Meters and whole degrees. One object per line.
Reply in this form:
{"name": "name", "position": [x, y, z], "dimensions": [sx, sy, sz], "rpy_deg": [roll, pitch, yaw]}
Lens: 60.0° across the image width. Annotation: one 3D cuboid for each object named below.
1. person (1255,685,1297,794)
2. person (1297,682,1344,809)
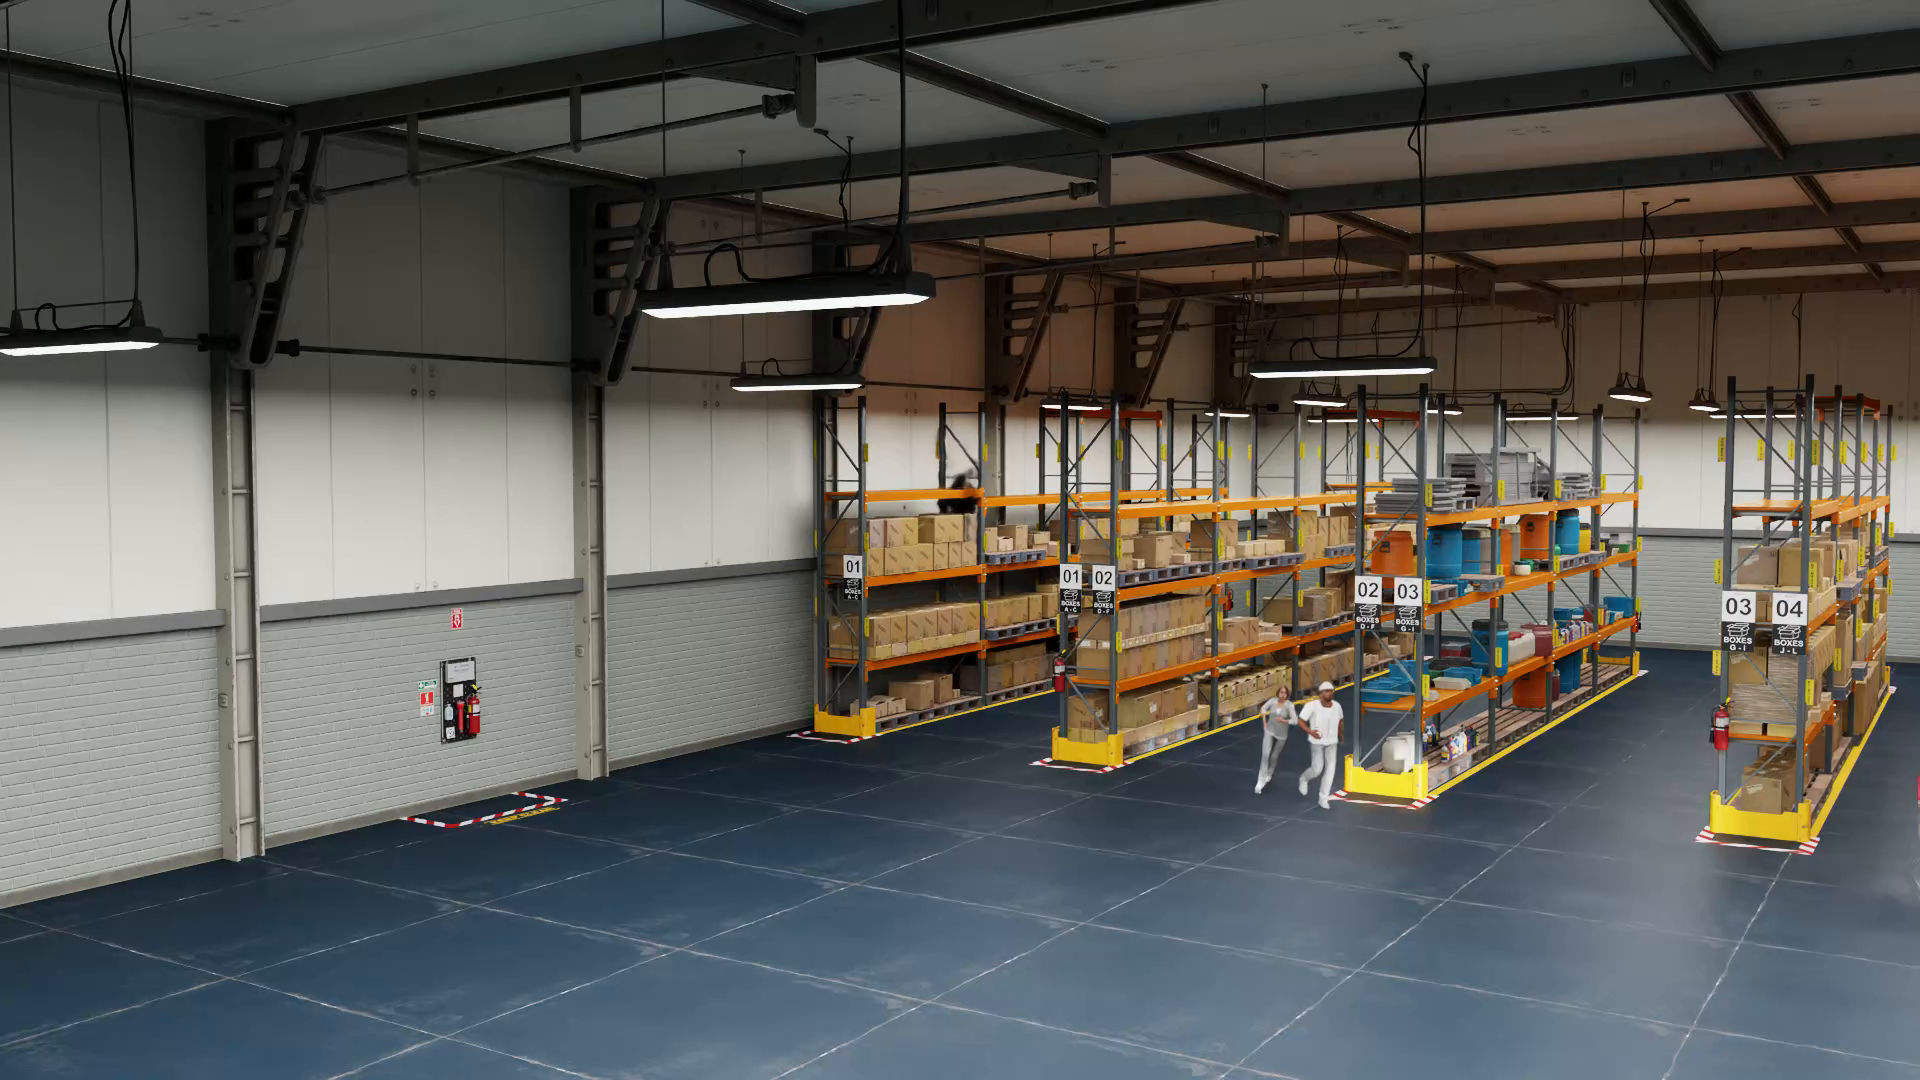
{"name": "person", "position": [4.696, 2.921, 24.686], "dimensions": [0.602, 1.588, 0.750], "rpy_deg": [1, 3, 12]}
{"name": "person", "position": [5.174, 2.901, 23.707], "dimensions": [0.722, 1.769, 0.784], "rpy_deg": [-1, 3, -12]}
